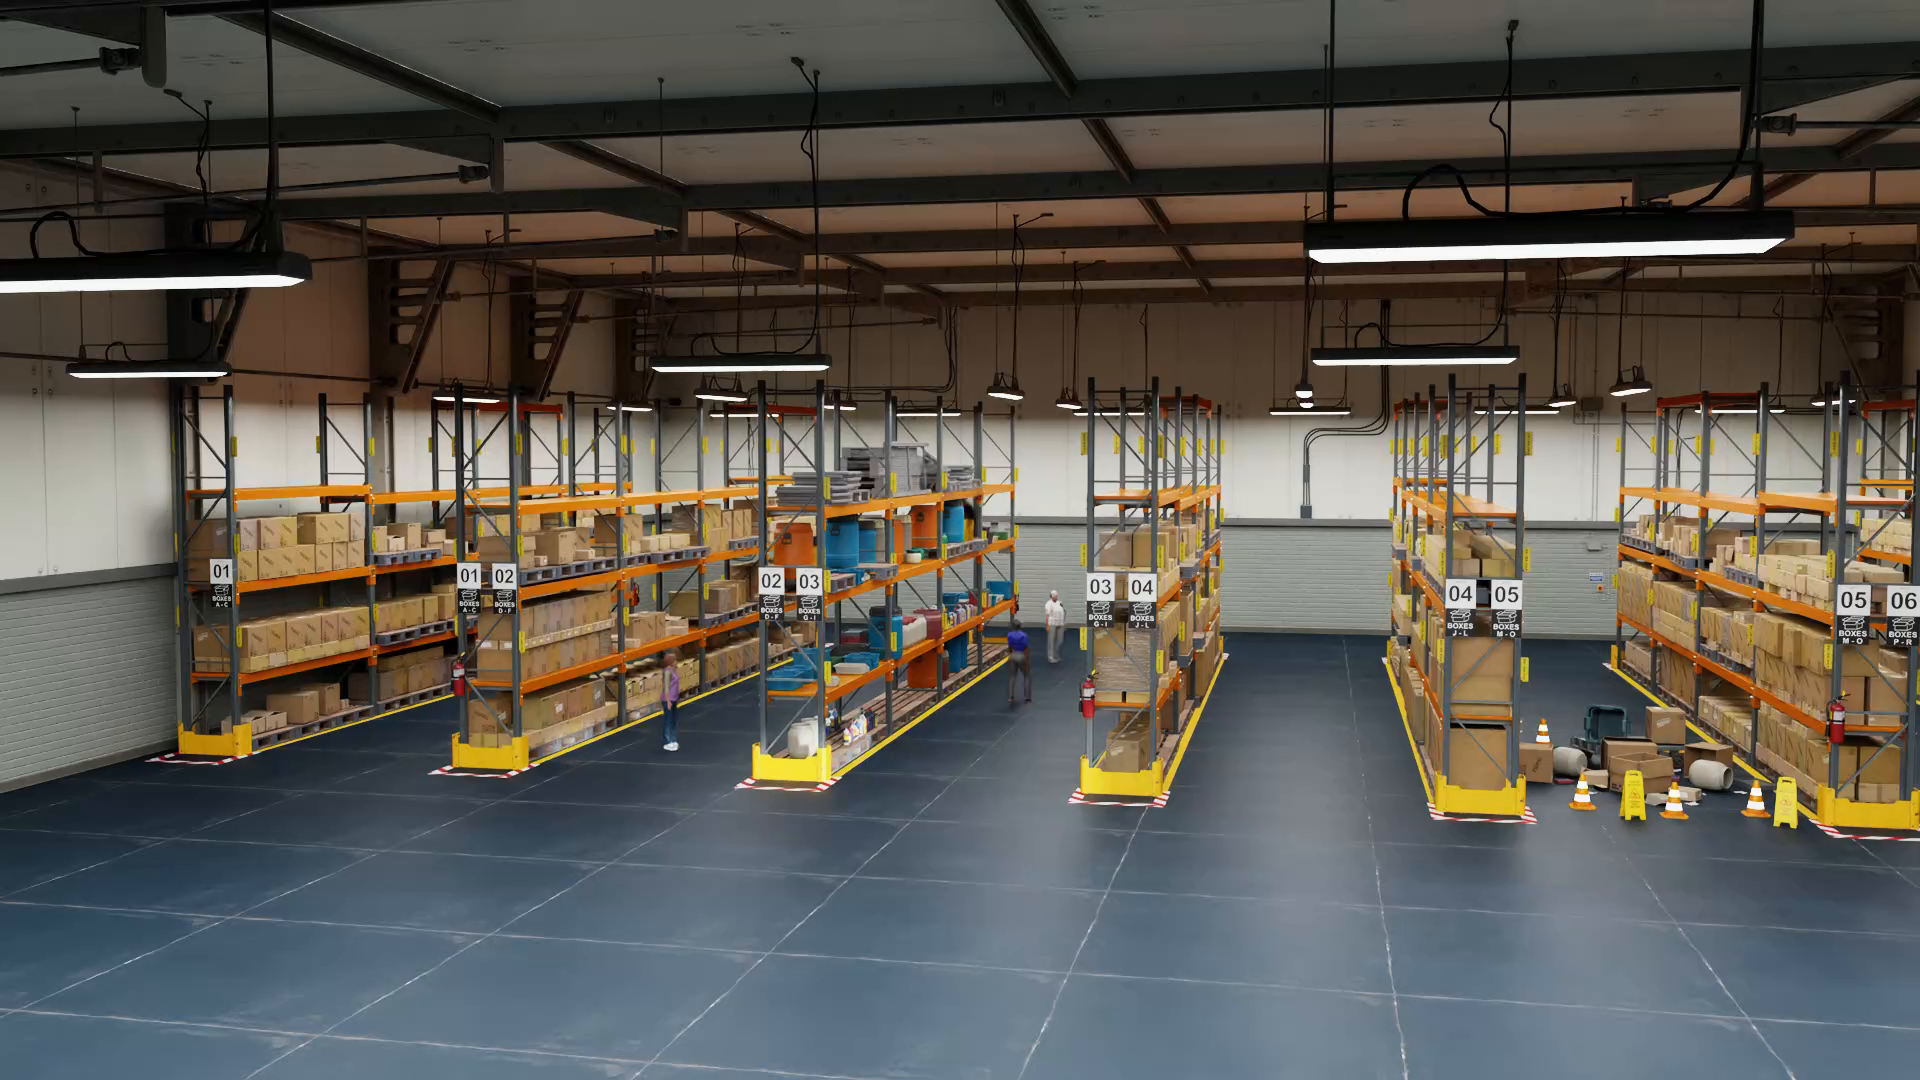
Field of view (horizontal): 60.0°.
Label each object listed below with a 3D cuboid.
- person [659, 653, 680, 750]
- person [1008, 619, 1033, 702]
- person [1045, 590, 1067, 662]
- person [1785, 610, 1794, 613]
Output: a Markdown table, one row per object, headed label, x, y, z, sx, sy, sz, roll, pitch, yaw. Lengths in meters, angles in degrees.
| label | x | y | z | sx | sy | sz | roll | pitch | yaw |
| --- | --- | --- | --- | --- | --- | --- | --- | --- | --- |
| person | -4.812 | 2.694 | 27.557 | 0.332 | 1.660 | 0.500 | 0 | 3 | 3 |
| person | 1.175 | 2.394 | 32.561 | 0.490 | 1.702 | 0.630 | 3 | 4 | 39 |
| person | 2.192 | 1.988 | 38.359 | 0.549 | 1.681 | 0.439 | -2 | 4 | -31 |
| person | 18.978 | 2.016 | 37.878 | 1.023 | 1.744 | 0.641 | 1 | 3 | 11 |
